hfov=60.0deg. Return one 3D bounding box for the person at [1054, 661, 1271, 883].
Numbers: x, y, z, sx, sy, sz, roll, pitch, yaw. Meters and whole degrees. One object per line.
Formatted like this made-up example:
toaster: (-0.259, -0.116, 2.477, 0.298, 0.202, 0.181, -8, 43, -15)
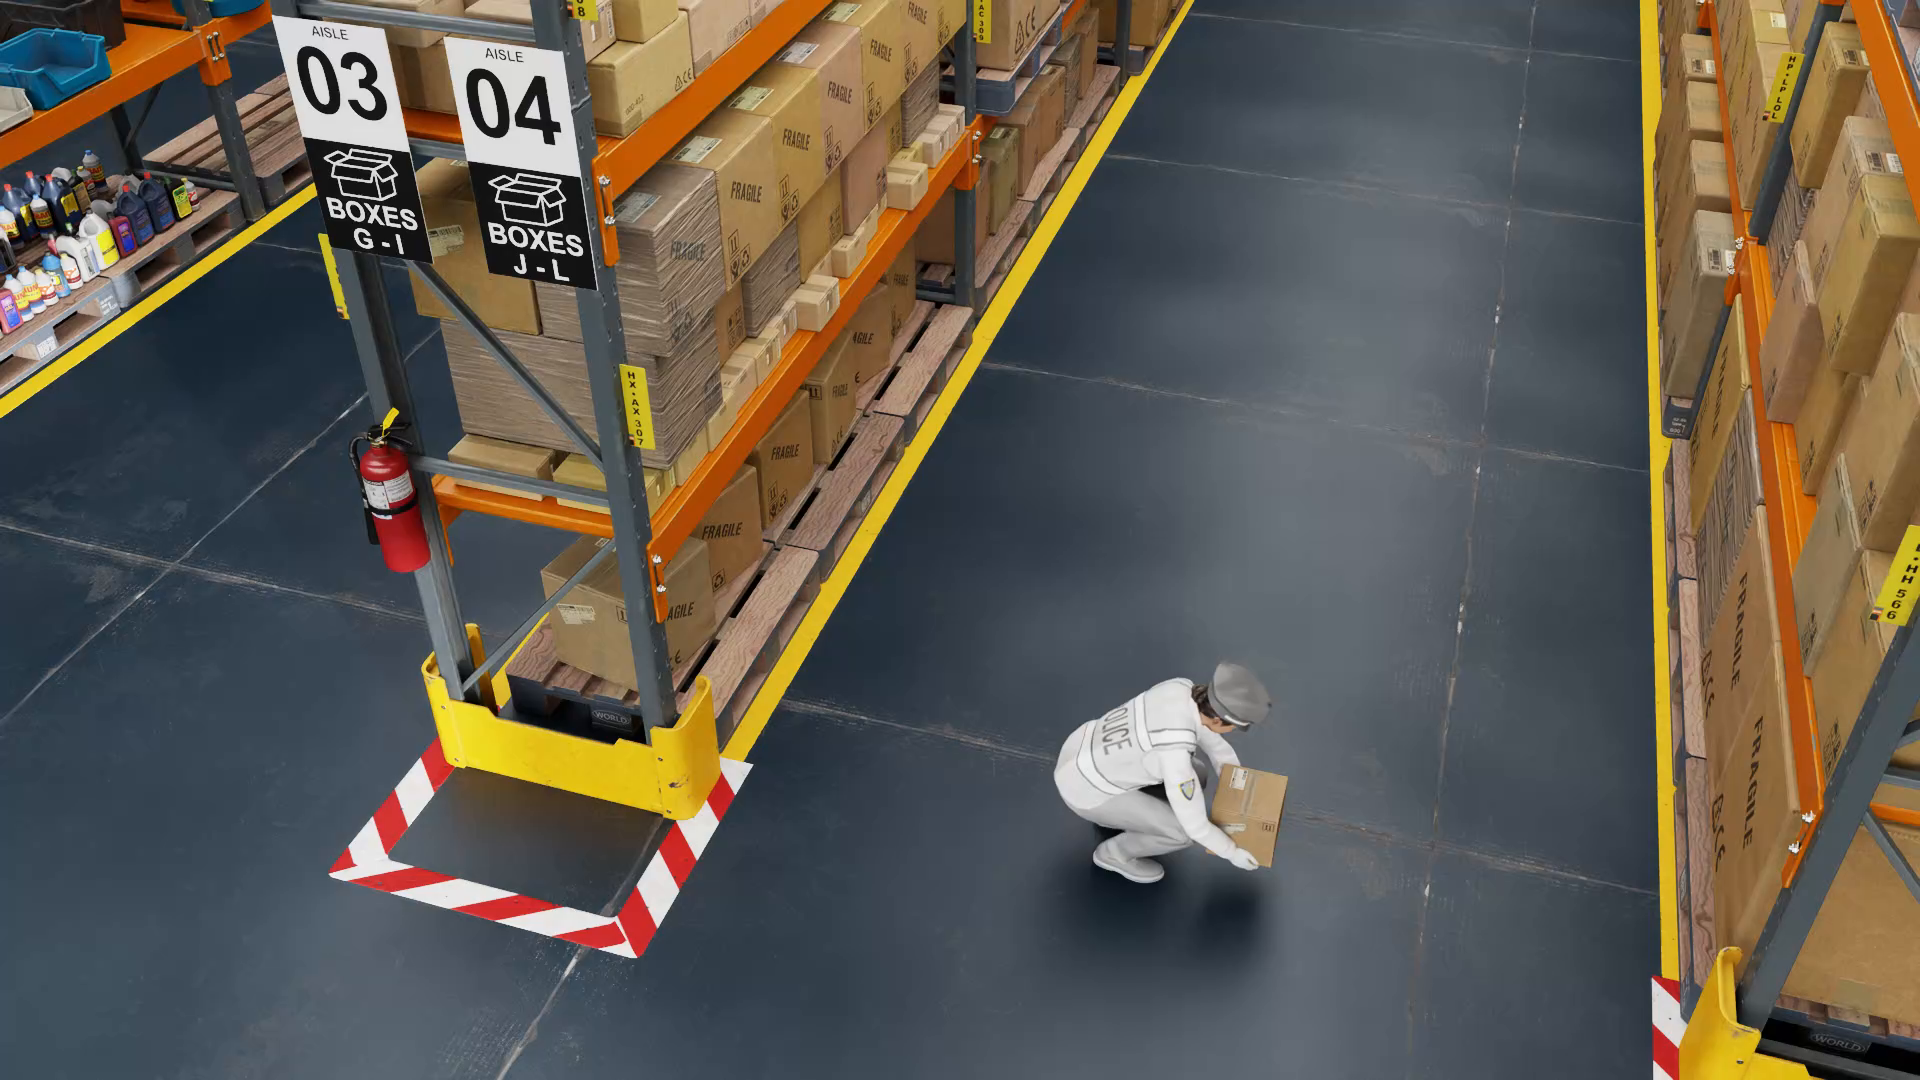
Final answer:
person: (0.777, 0.873, 6.333, 0.822, 0.964, 0.499, 11, 39, 14)
